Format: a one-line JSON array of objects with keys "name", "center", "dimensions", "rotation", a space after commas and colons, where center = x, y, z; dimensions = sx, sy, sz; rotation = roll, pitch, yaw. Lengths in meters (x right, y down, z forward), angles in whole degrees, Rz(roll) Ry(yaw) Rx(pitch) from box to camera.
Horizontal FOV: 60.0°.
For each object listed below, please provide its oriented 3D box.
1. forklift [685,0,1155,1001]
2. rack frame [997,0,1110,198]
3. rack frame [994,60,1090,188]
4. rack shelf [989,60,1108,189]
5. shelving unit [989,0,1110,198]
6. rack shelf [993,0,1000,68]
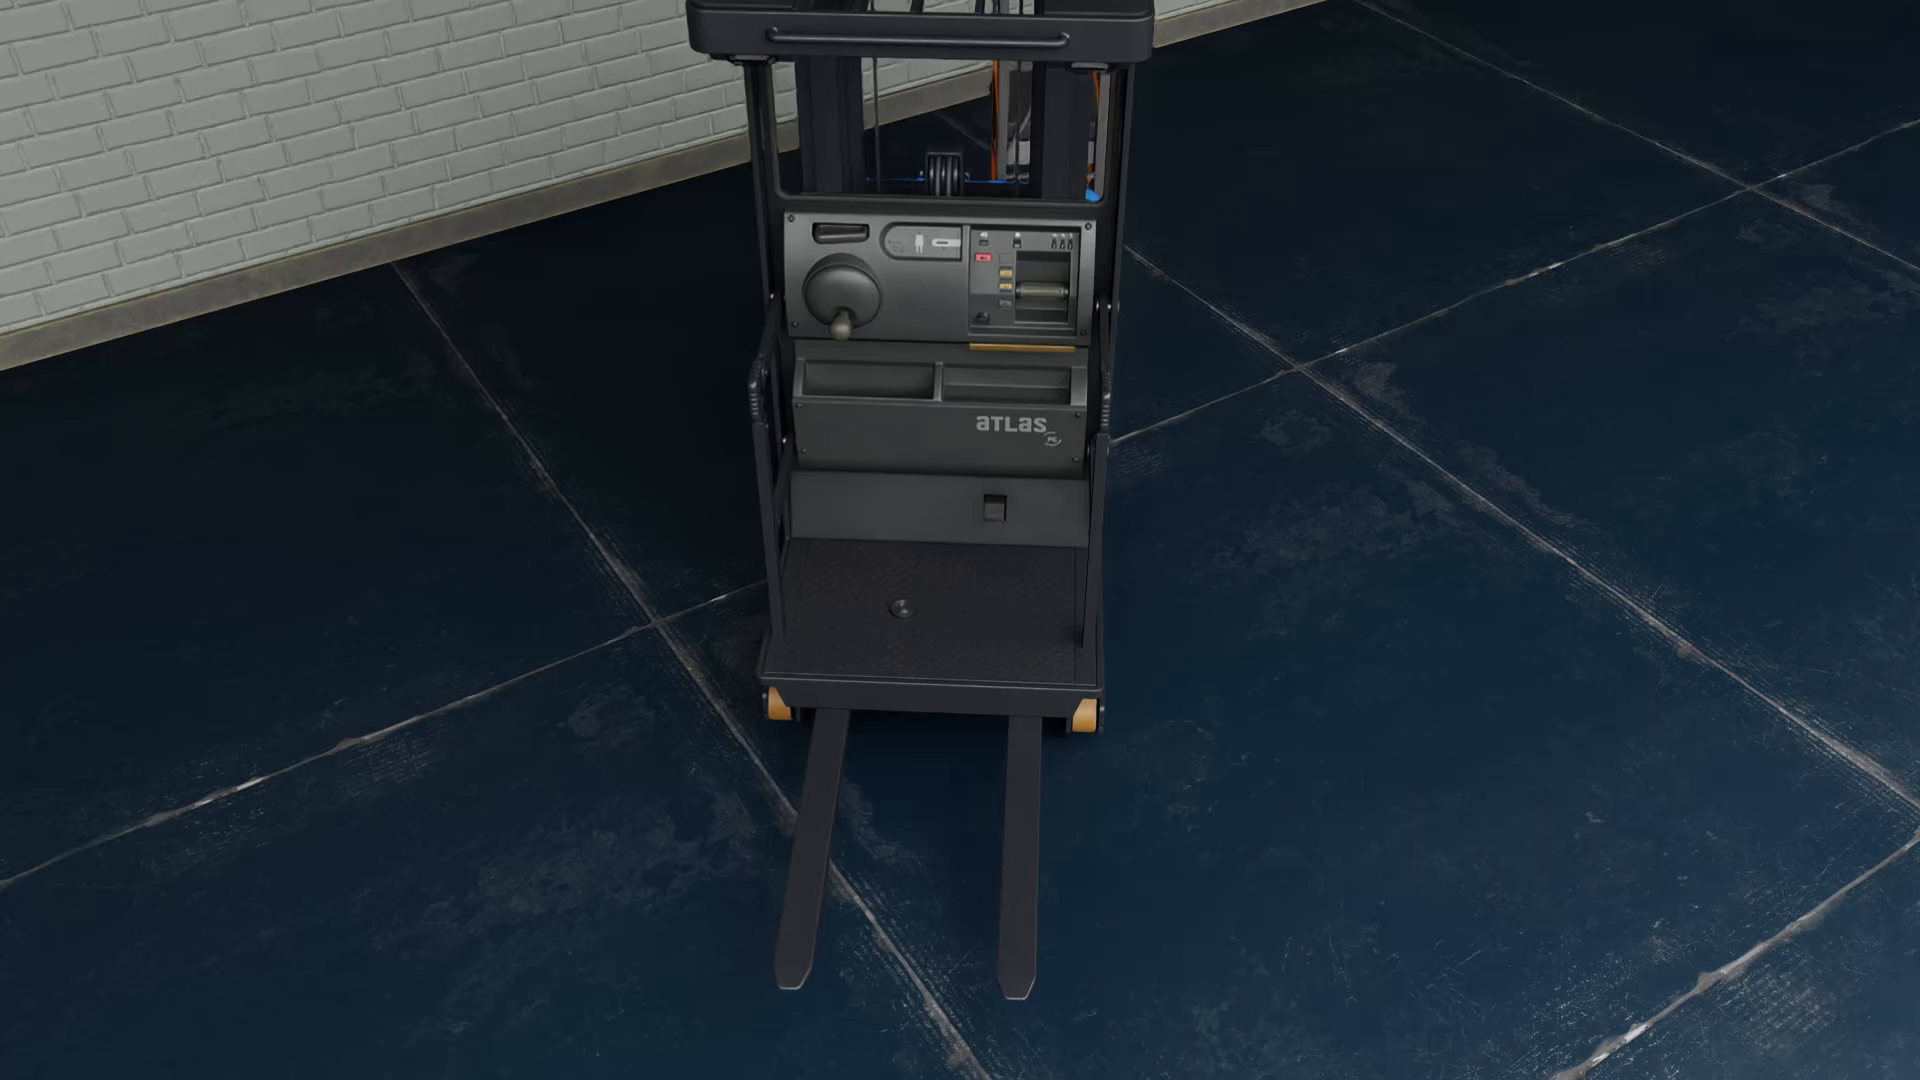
[{"name": "forklift", "center": [-0.072, -0.708, 4.811], "dimensions": [1.130, 2.935, 3.031], "rotation": [2, 40, 2]}, {"name": "rack frame", "center": [0.340, -1.370, 6.254], "dimensions": [0.400, 2.100, 0.015], "rotation": [-1, 40, -1]}, {"name": "rack frame", "center": [0.332, -1.682, 6.628], "dimensions": [0.400, 2.100, 0.015], "rotation": [-1, 40, -1]}, {"name": "rack shelf", "center": [0.336, -1.515, 6.450], "dimensions": [0.431, 0.518, 0.480], "rotation": [-1, 40, -1]}, {"name": "shelving unit", "center": [0.336, -1.526, 6.441], "dimensions": [0.431, 2.100, 0.503], "rotation": [-1, 40, -1]}, {"name": "rack shelf", "center": [0.336, -2.053, 6.002], "dimensions": [0.431, 0.518, 0.480], "rotation": [-1, 40, -1]}]
